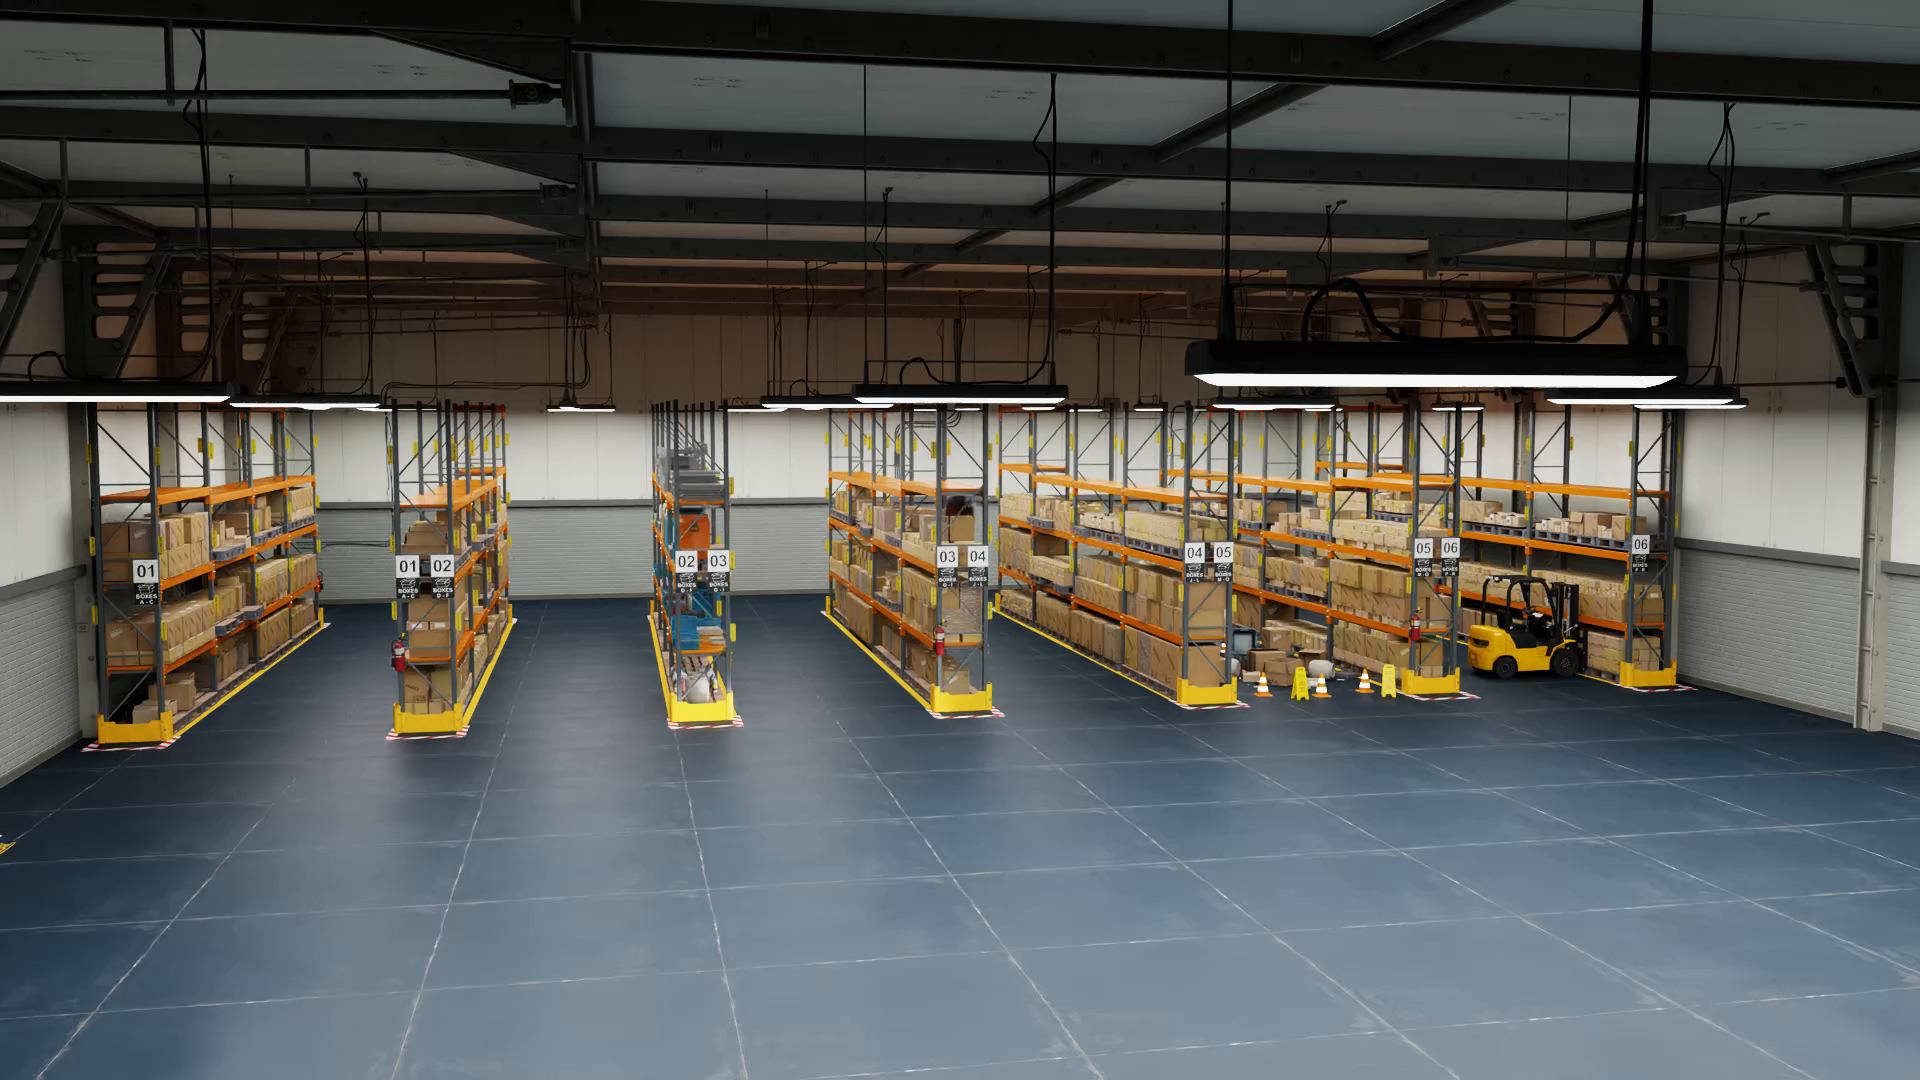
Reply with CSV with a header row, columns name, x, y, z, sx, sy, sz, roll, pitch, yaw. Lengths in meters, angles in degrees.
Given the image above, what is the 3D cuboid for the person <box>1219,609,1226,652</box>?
name,x,y,z,sx,sy,sz,roll,pitch,yaw
person,6.220,1.883,39.946,0.401,1.666,0.545,0,4,-5

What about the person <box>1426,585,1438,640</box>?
name,x,y,z,sx,sy,sz,roll,pitch,yaw
person,10.918,1.930,38.571,0.426,1.800,0.602,2,5,21

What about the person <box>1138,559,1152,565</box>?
name,x,y,z,sx,sy,sz,roll,pitch,yaw
person,5.643,1.034,50.781,1.059,1.714,0.611,-1,4,-14
